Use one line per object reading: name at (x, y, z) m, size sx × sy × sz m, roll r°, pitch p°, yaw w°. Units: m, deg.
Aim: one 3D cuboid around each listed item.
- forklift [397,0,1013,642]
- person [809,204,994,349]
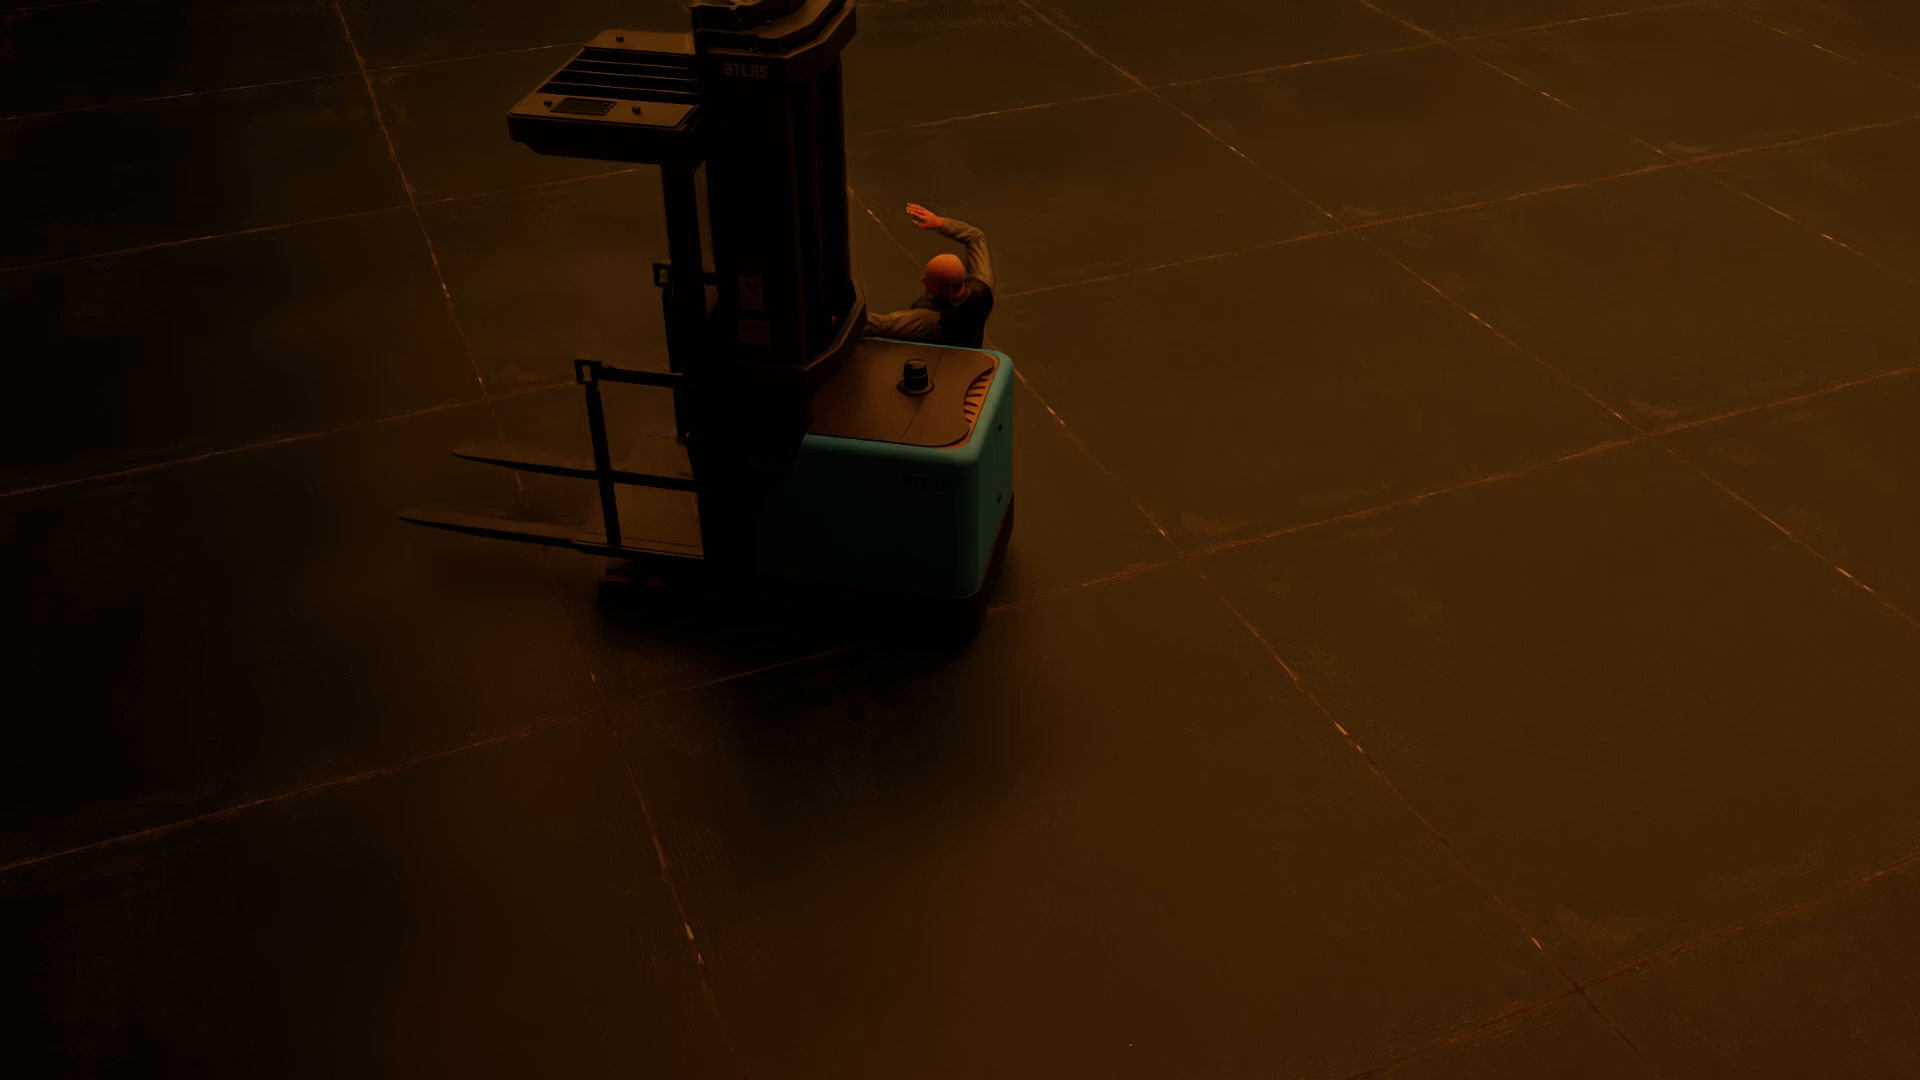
forklift at (-1.299, -1.139, 7.701) m, size 3.031 × 2.935 × 1.130 m, roll 7°, pitch 36°, yaw 10°
person at (-0.384, -0.978, 8.693) m, size 1.079 × 1.584 × 0.852 m, roll -14°, pitch 38°, yaw -19°
